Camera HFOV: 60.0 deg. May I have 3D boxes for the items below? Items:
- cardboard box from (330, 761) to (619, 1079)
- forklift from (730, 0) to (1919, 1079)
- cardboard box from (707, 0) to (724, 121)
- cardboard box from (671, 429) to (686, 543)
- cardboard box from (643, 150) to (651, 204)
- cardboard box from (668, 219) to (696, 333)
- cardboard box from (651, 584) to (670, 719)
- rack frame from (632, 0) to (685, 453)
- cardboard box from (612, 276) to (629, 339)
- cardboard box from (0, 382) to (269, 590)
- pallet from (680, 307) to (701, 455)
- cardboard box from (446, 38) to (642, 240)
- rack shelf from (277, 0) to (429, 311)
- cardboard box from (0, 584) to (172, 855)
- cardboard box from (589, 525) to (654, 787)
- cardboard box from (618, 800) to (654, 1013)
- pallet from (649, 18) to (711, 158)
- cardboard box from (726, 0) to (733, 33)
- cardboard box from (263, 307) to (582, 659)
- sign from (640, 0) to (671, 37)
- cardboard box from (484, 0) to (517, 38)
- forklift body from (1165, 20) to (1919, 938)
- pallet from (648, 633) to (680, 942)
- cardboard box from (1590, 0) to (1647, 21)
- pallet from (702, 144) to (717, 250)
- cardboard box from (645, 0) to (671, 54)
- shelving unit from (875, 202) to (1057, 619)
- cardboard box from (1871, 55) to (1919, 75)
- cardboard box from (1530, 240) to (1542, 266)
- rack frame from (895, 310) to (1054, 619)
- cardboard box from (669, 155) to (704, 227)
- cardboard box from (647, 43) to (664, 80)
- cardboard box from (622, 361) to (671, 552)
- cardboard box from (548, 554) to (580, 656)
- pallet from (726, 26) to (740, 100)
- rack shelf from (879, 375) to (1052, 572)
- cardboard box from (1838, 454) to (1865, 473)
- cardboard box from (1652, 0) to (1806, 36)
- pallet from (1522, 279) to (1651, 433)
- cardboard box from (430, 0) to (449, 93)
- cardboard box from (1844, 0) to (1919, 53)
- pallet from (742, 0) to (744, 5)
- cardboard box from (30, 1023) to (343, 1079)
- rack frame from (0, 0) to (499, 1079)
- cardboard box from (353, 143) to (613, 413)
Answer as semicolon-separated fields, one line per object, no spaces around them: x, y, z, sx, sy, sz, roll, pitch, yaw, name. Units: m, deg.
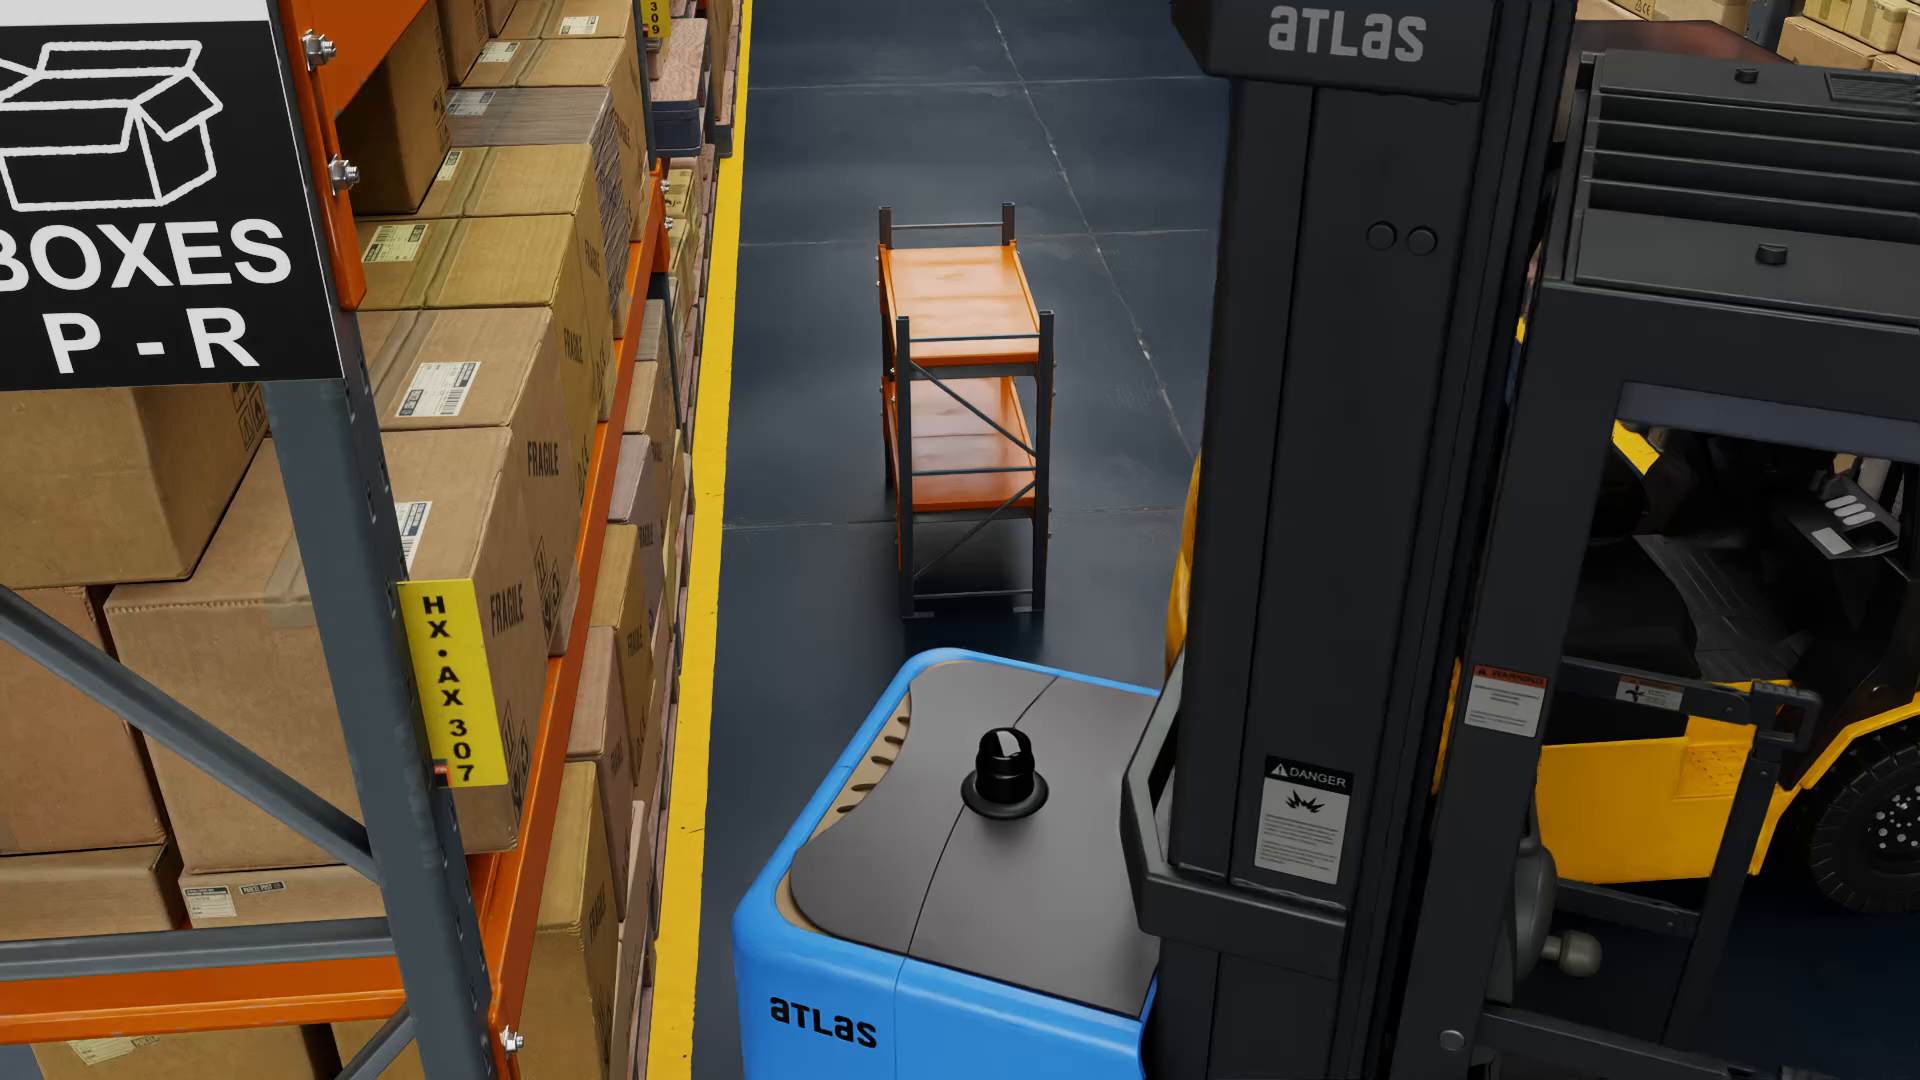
-1.003;0.830;3.476;0.500;0.500;0.500;-4;31;-6;cardboard box
1.135;0.382;2.752;3.031;2.935;1.130;11;32;17;forklift
-1.929;-3.120;10.211;0.875;0.875;0.875;-3;31;-5;cardboard box
-1.251;-0.164;5.871;0.500;0.250;0.500;-1;31;-2;cardboard box
-1.240;-1.196;5.572;0.380;0.149;0.250;-3;31;-5;cardboard box
-1.696;-1.140;7.386;0.950;0.372;0.625;-1;31;-1;cardboard box
-1.148;0.367;4.982;0.500;0.250;0.500;-2;31;-4;cardboard box
-1.574;-1.453;5.758;1.000;3.000;0.127;-3;31;-5;rack frame
-1.142;-0.677;4.704;0.380;0.149;0.250;-3;31;-5;cardboard box
-1.465;-0.261;2.400;0.700;0.500;0.500;-3;31;-6;cardboard box
-1.648;-0.654;7.138;1.003;0.211;1.213;-3;31;-5;pallet
-1.230;-1.146;4.857;0.500;0.500;0.500;-2;31;-3;cardboard box
-1.387;-1.411;3.464;1.077;0.370;4.000;-3;31;-5;rack shelf
-1.525;0.154;2.679;0.500;0.500;0.500;-3;31;-5;cardboard box
-1.095;0.307;4.352;0.500;0.500;0.500;-2;31;-4;cardboard box
-1.040;0.903;4.085;0.500;0.250;0.500;-2;31;-3;cardboard box
-1.500;-1.768;6.472;1.003;0.211;1.213;-3;31;-5;pallet
-2.092;-4.032;11.738;0.875;0.875;0.875;-2;31;-3;cardboard box
-1.020;-0.101;3.107;0.500;0.500;0.500;-2;31;-3;cardboard box
-1.034;-1.855;5.586;0.100;0.325;0.005;-3;31;-5;sign
-1.749;-1.818;5.006;0.700;0.500;0.500;-3;31;-5;cardboard box
1.748;-0.167;4.432;2.313;2.155;1.214;-3;31;-5;forklift body
-1.359;0.709;4.856;1.003;0.211;1.213;-3;31;-5;pallet
3.008;-2.130;7.037;0.500;0.250;0.500;-3;31;-5;cardboard box
-1.876;-1.899;9.224;1.003;0.211;1.213;-3;31;-5;pallet
-1.332;-2.057;5.972;0.500;0.500;0.500;-2;31;-3;cardboard box
-0.001;-0.486;5.967;0.538;1.125;1.048;-3;31;-5;shelving unit
3.214;-1.232;5.289;0.500;0.500;0.500;-2;31;-4;cardboard box
3.243;-1.516;7.769;0.875;0.625;0.625;-3;31;-5;cardboard box
0.047;-0.227;5.533;0.500;1.125;0.032;-3;31;-5;rack frame
-1.828;-1.882;8.629;0.950;0.372;0.625;-3;31;-6;cardboard box
-1.311;-1.823;6.212;0.380;0.149;0.250;-2;31;-4;cardboard box
-1.202;-0.226;5.244;0.500;0.500;0.500;-2;31;-4;cardboard box
-0.985;0.114;3.379;0.380;0.149;0.250;-2;31;-4;cardboard box
-2.057;-3.326;11.612;1.003;0.211;1.213;-3;31;-5;pallet
-0.001;-0.276;6.093;0.538;0.278;1.000;-3;31;-5;rack shelf
3.190;-0.131;5.329;0.500;0.250;0.500;-3;31;-5;cardboard box
3.067;-2.082;6.469;0.500;0.250;0.500;-3;31;-6;cardboard box
3.260;-0.870;7.501;1.003;0.211;1.213;-3;31;-5;pallet
-1.703;-1.299;4.136;0.700;0.500;0.500;-3;31;-6;cardboard box
3.161;-1.707;5.452;0.380;0.149;0.250;-2;31;-3;cardboard box
-2.314;-4.732;13.967;1.003;0.211;1.213;-3;31;-5;pallet
-1.535;0.871;3.408;0.500;0.500;0.500;-3;31;-4;cardboard box
-1.197;0.589;2.339;0.949;2.616;0.053;-3;31;-5;rack frame
-1.124;-0.620;3.976;0.500;0.500;0.500;-3;31;-6;cardboard box
